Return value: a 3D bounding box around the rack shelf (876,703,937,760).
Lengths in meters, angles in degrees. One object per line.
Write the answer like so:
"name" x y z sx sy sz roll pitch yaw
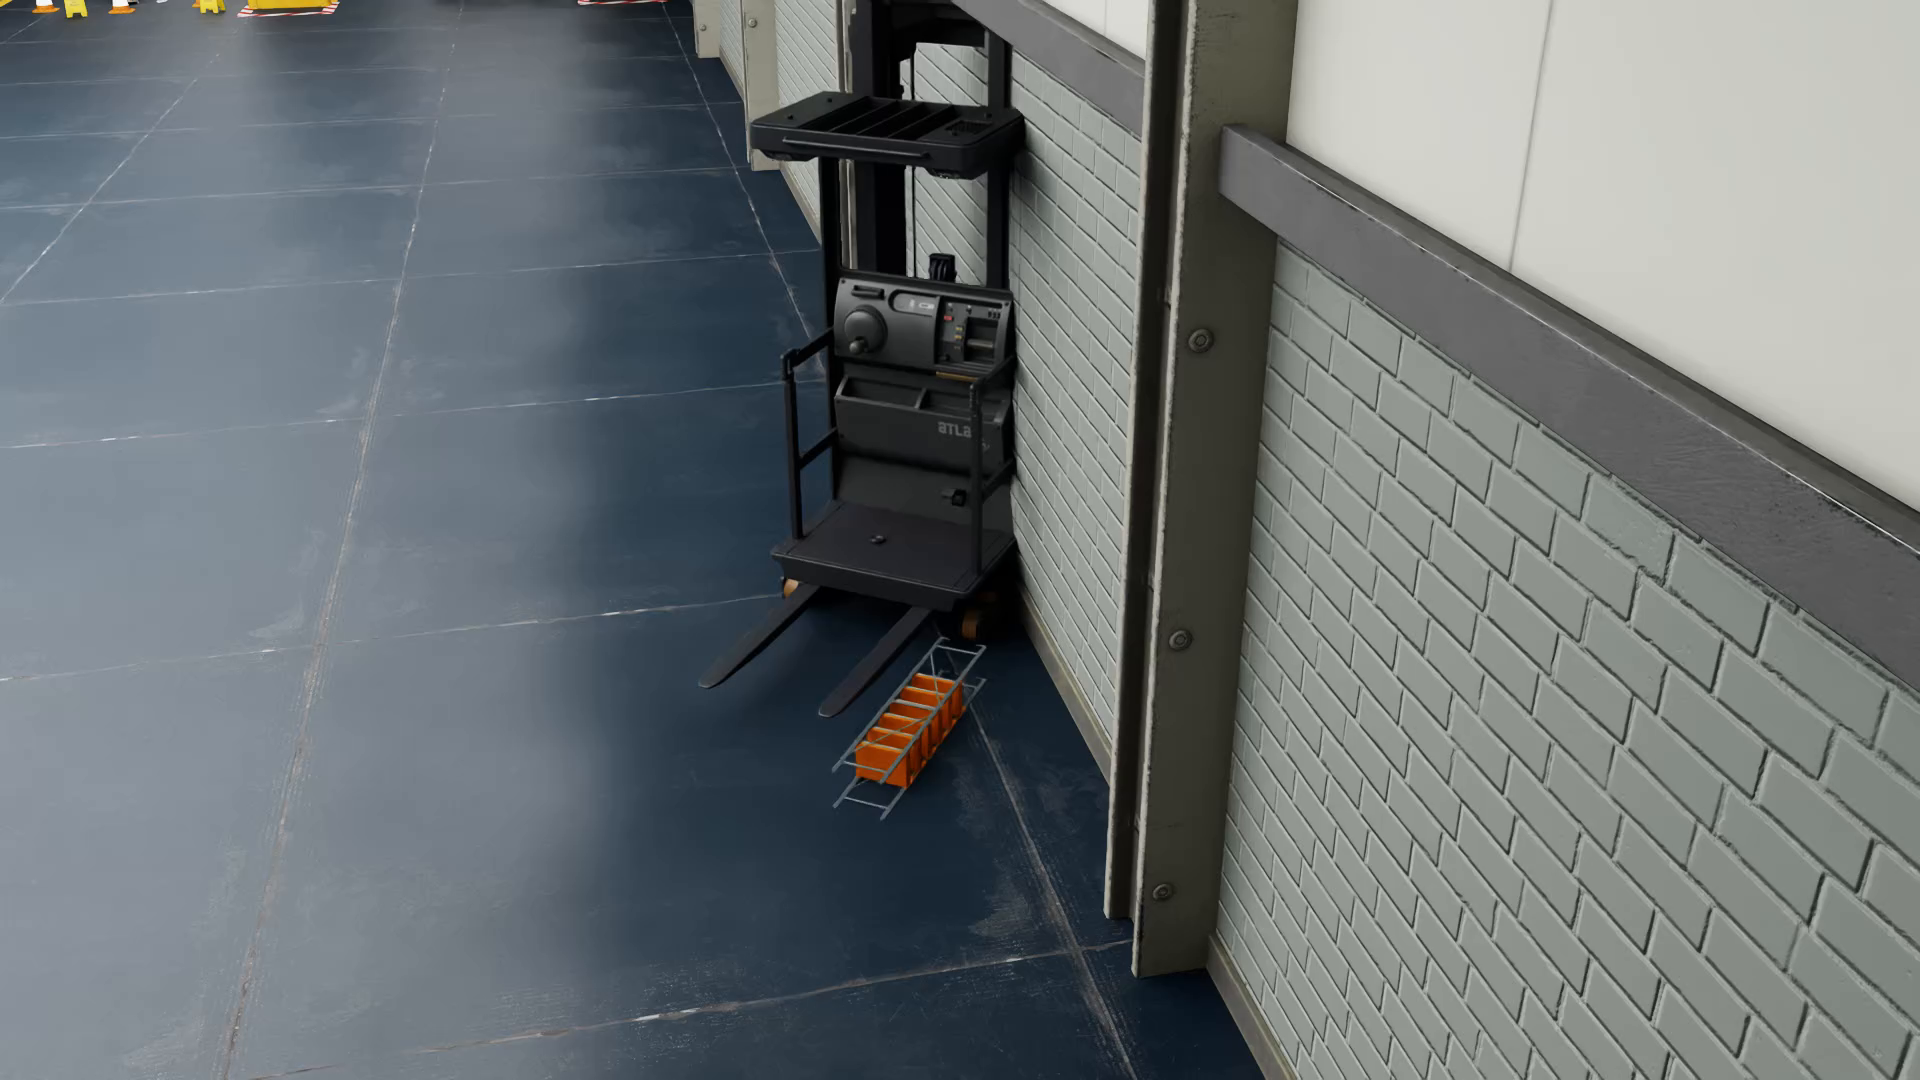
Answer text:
"rack shelf" -0.234 0.847 7.358 0.258 0.180 0.103 10 29 19

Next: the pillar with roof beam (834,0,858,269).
"pillar with roof beam" -4.798 -4.715 8.605 9.100 9.000 0.400 -6 27 -12

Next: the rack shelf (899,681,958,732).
"rack shelf" -0.145 0.746 7.557 0.258 0.180 0.103 10 29 19

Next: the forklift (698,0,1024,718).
"forklift" -0.272 -1.024 8.025 1.130 2.935 3.031 11 29 21

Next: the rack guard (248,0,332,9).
"rack guard" -10.234 -8.391 25.319 1.175 0.500 0.348 -6 27 -12

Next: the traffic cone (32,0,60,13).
"traffic cone" -13.753 -8.171 24.925 0.336 0.463 0.334 -6 27 -12

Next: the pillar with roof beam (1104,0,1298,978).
"pillar with roof beam" -3.446 -2.081 3.386 9.100 9.000 0.400 -6 27 -12

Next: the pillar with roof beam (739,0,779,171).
"pillar with roof beam" -6.151 -7.349 13.823 9.100 9.000 0.400 -6 27 -12

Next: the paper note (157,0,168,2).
"paper note" -12.369 -8.361 25.780 0.148 0.019 0.142 -16 31 -29

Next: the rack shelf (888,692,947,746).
"rack shelf" -0.189 0.796 7.457 0.258 0.180 0.103 10 29 19

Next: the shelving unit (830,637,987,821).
"shelving unit" -0.206 0.815 7.420 0.258 0.189 1.200 10 29 19

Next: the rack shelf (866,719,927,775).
"rack shelf" -0.279 0.897 7.258 0.258 0.180 0.103 10 29 19

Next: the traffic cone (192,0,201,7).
"traffic cone" -11.571 -8.399 25.376 0.336 0.463 0.334 -6 27 -12

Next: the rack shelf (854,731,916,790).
"rack shelf" -0.323 0.947 7.159 0.258 0.180 0.103 10 29 19

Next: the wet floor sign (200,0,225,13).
"wet floor sign" -11.217 -8.230 24.840 0.267 0.644 0.232 3 27 6

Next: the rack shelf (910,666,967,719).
"rack shelf" -0.100 0.696 7.656 0.258 0.180 0.103 10 29 19

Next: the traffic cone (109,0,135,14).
"traffic cone" -12.576 -8.137 24.857 0.336 0.463 0.334 -6 27 -12

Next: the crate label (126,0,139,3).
"crate label" -12.813 -8.330 25.602 0.250 0.136 0.298 -23 35 -38

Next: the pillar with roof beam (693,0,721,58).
"pillar with roof beam" -7.503 -9.983 19.042 9.100 9.000 0.400 -6 27 -12

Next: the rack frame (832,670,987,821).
"rack frame" -0.206 0.897 7.462 0.240 0.006 1.200 10 29 19

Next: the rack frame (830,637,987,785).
"rack frame" -0.206 0.733 7.379 0.240 0.006 1.200 10 29 19

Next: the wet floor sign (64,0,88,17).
"wet floor sign" -13.081 -8.064 24.510 0.267 0.644 0.232 -11 29 -20
